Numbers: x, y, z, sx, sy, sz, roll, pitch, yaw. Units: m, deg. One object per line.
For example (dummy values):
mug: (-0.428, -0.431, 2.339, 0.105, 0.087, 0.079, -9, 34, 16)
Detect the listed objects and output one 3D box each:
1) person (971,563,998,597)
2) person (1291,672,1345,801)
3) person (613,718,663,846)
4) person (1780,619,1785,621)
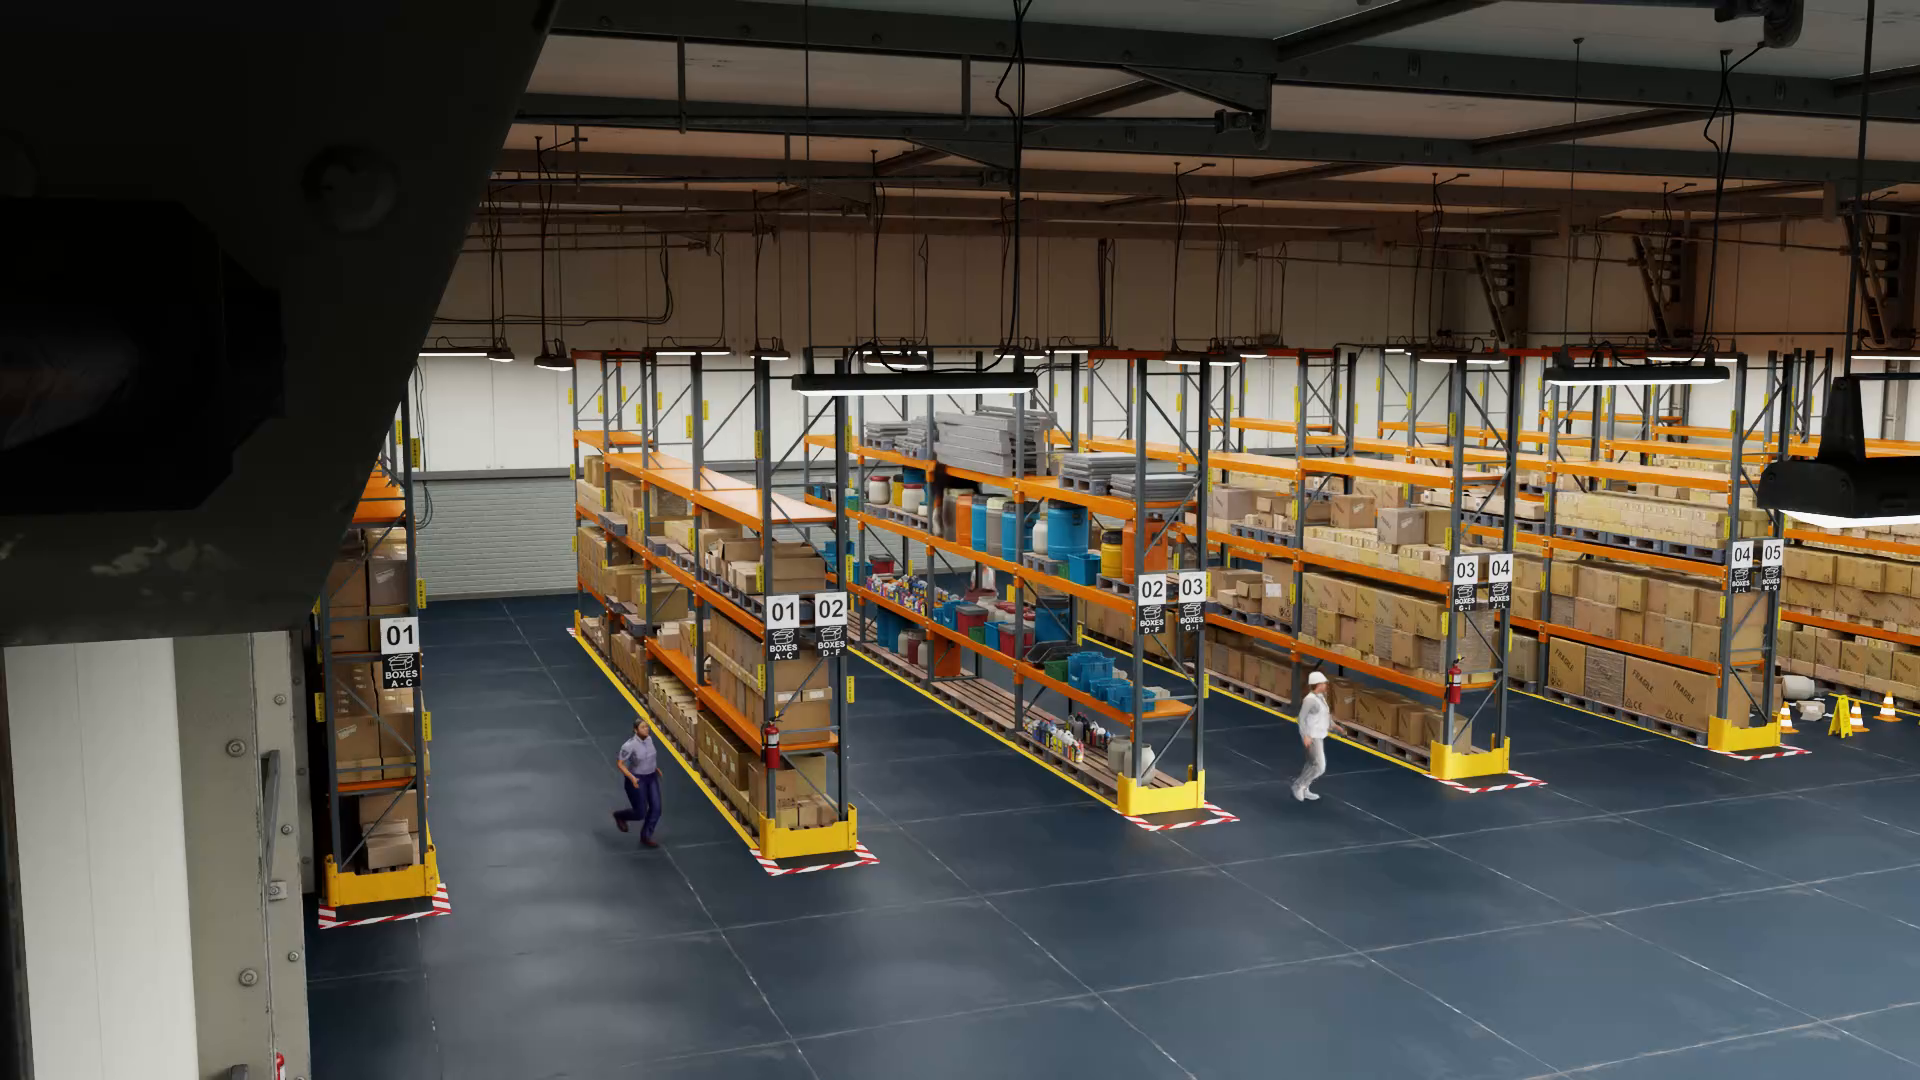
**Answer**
person: (0.524, 1.177, 34.360, 0.637, 1.766, 0.773, -3, 8, -21)
person: (4.860, 2.670, 22.550, 0.653, 1.764, 0.690, 3, 8, 19)
person: (-4.003, 2.991, 20.656, 0.642, 1.601, 0.617, 5, 9, 37)
person: (16.399, 1.456, 32.828, 0.609, 1.640, 0.716, -3, 8, -26)
